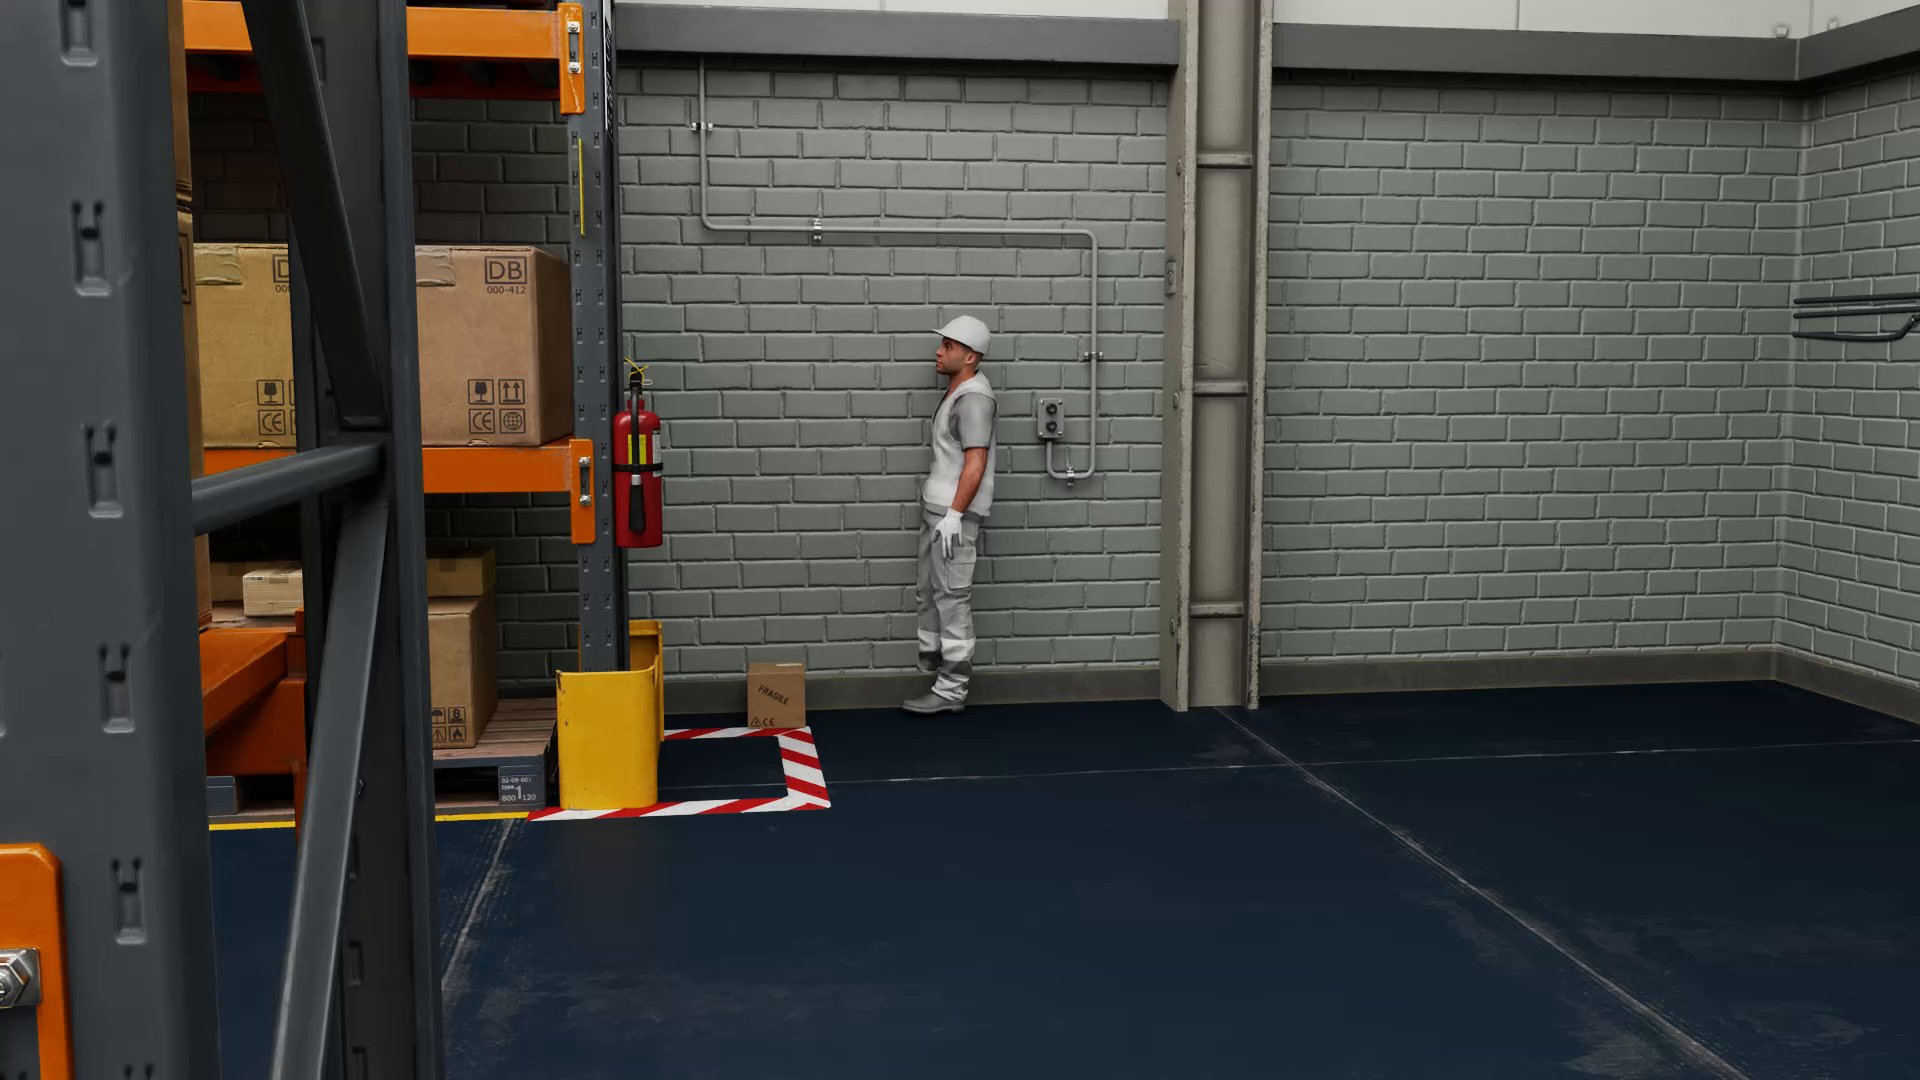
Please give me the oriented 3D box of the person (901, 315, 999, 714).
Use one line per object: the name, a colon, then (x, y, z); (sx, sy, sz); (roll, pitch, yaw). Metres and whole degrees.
person: (-0.113, -0.109, 7.489); (0.563, 1.789, 0.637); (-1, 6, -8)
